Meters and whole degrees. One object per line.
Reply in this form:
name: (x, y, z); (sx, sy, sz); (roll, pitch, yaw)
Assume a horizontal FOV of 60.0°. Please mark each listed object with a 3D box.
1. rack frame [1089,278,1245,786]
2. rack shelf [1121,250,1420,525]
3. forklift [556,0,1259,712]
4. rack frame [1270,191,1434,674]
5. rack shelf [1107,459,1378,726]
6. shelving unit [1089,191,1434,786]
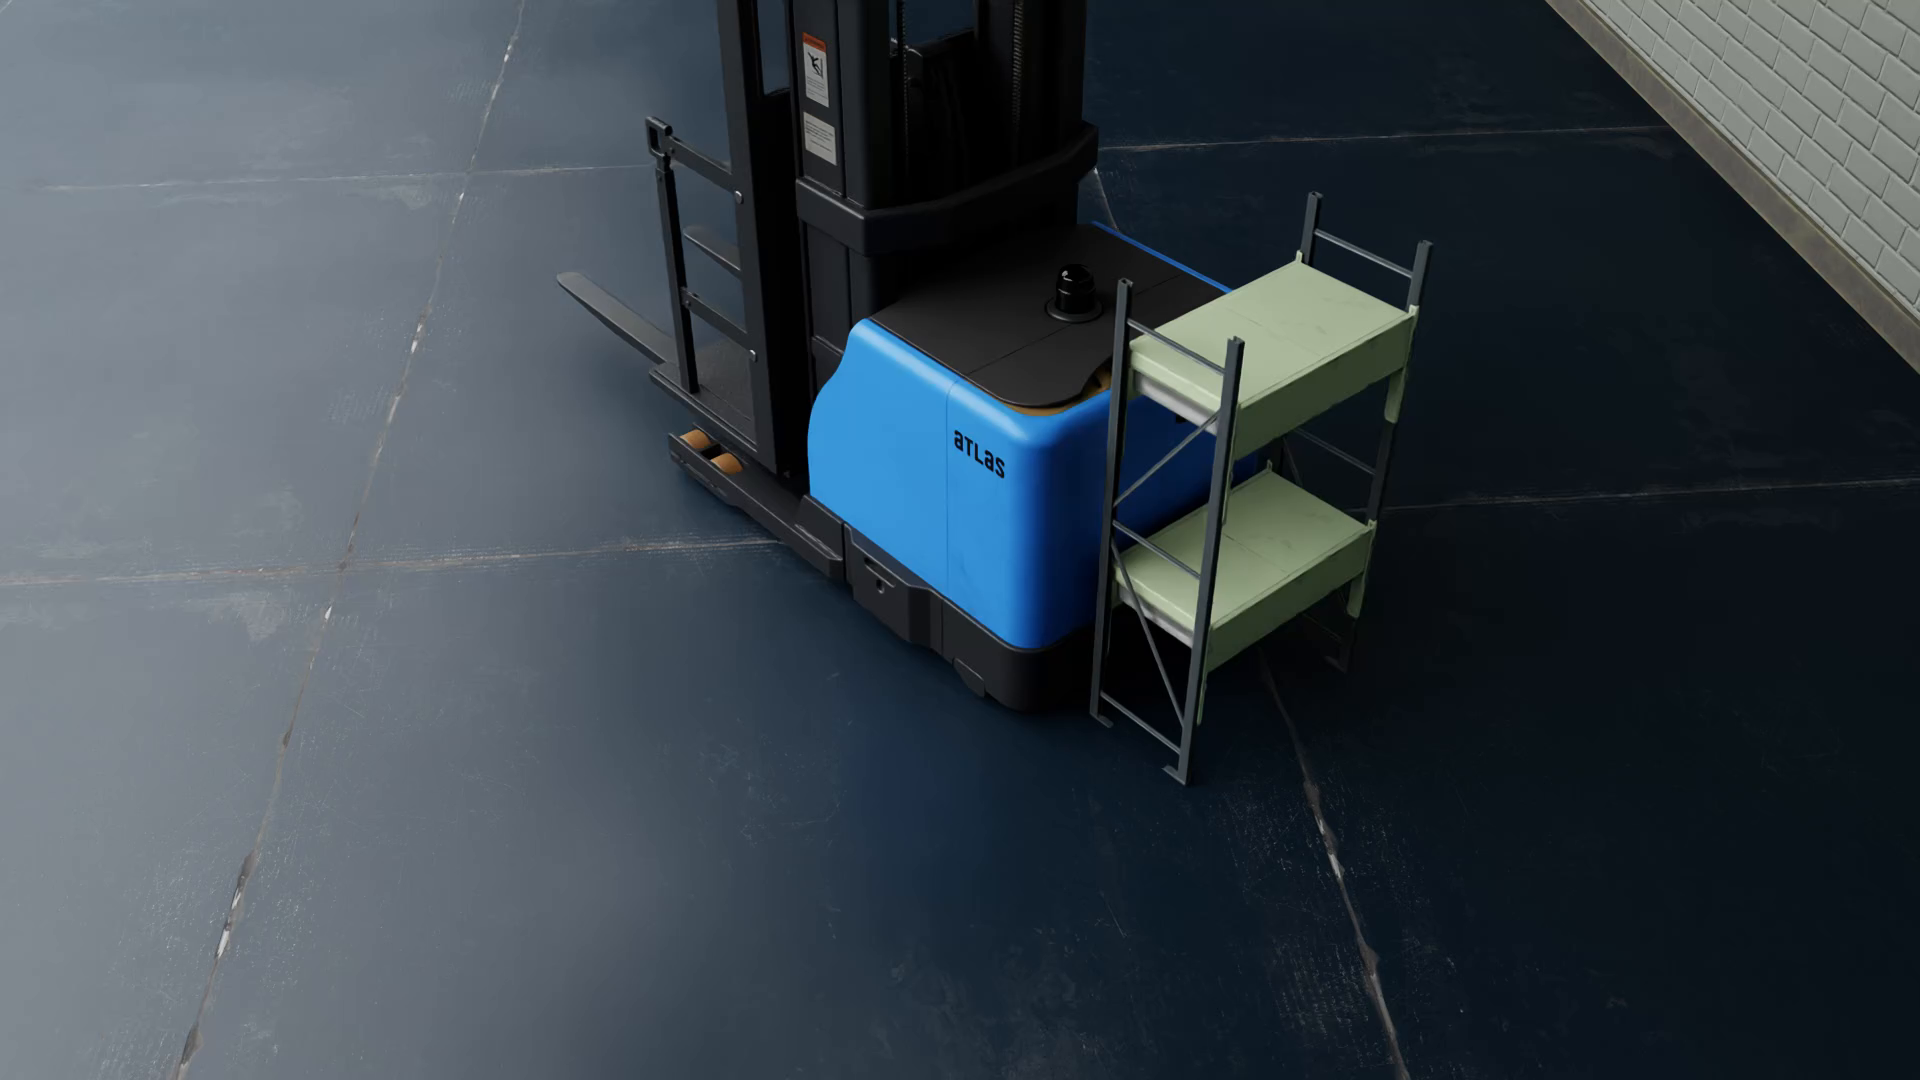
rack frame: (0.533, 0.031, 4.500); (0.023, 1.500, 0.400); (-28, 46, -31)
rack shelf: (0.810, -0.424, 4.446); (0.720, 0.370, 0.431); (-28, 46, -31)
forklift: (-0.399, -1.474, 5.251); (1.130, 2.935, 3.031); (-28, 46, -31)
rack frame: (1.087, -0.266, 4.876); (0.023, 1.500, 0.400); (-28, 46, -31)
rack shelf: (0.810, 0.139, 4.890); (0.720, 0.370, 0.431); (-28, 46, -31)
shelving unit: (0.810, -0.117, 4.688); (0.755, 1.500, 0.431); (-28, 46, -31)
